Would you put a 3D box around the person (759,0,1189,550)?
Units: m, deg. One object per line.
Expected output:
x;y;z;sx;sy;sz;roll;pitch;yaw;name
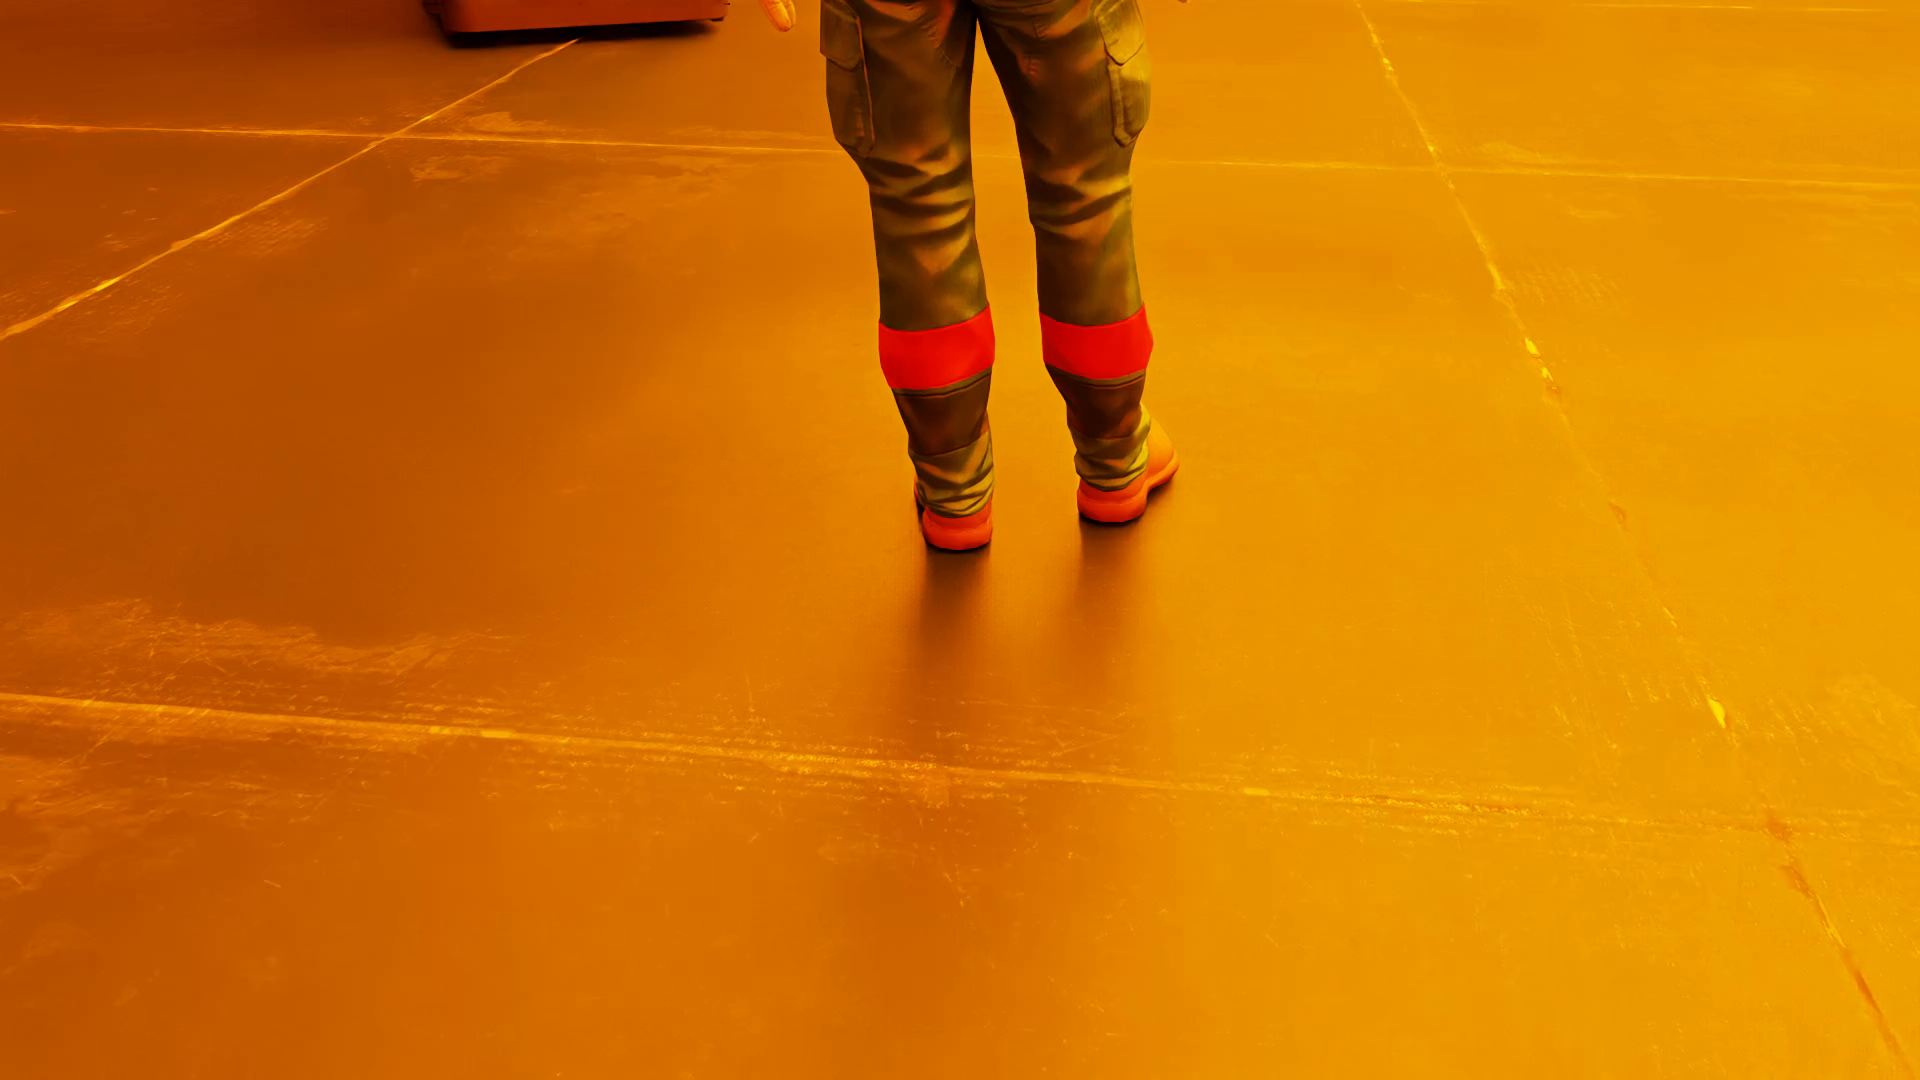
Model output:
0.023;-0.842;2.167;0.637;1.787;0.564;3;27;7;person

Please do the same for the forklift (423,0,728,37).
-1.854;-3.789;6.812;1.130;2.935;3.031;-9;28;-17;forklift
